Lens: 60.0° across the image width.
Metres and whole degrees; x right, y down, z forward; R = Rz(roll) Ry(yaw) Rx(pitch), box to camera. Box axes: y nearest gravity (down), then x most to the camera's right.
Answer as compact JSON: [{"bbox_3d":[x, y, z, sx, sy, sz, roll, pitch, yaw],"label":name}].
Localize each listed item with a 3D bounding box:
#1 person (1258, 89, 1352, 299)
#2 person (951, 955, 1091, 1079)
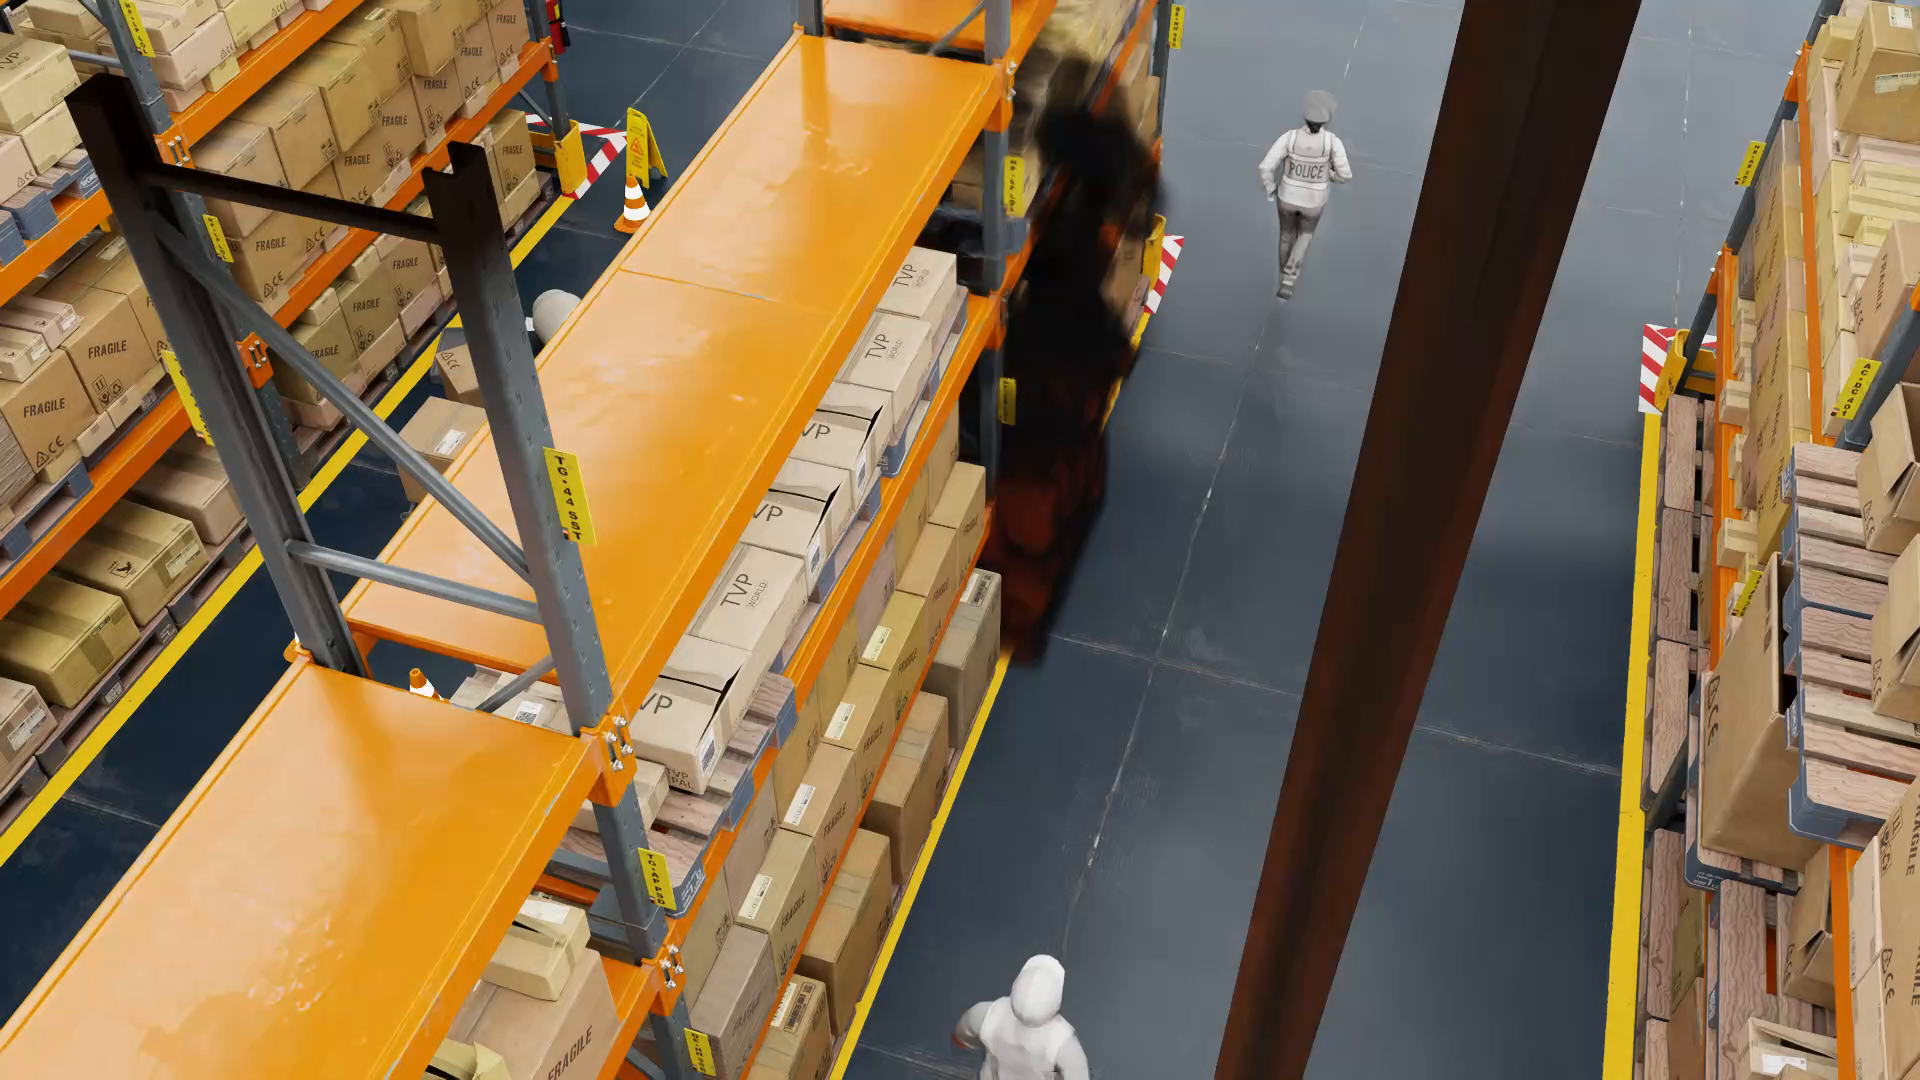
[{"bbox_3d":[2.466,-2.477,12.004,0.657,1.689,0.518,13,47,12],"label":"person"},{"bbox_3d":[0.280,2.383,7.170,0.663,1.815,0.816,16,48,15],"label":"person"}]
